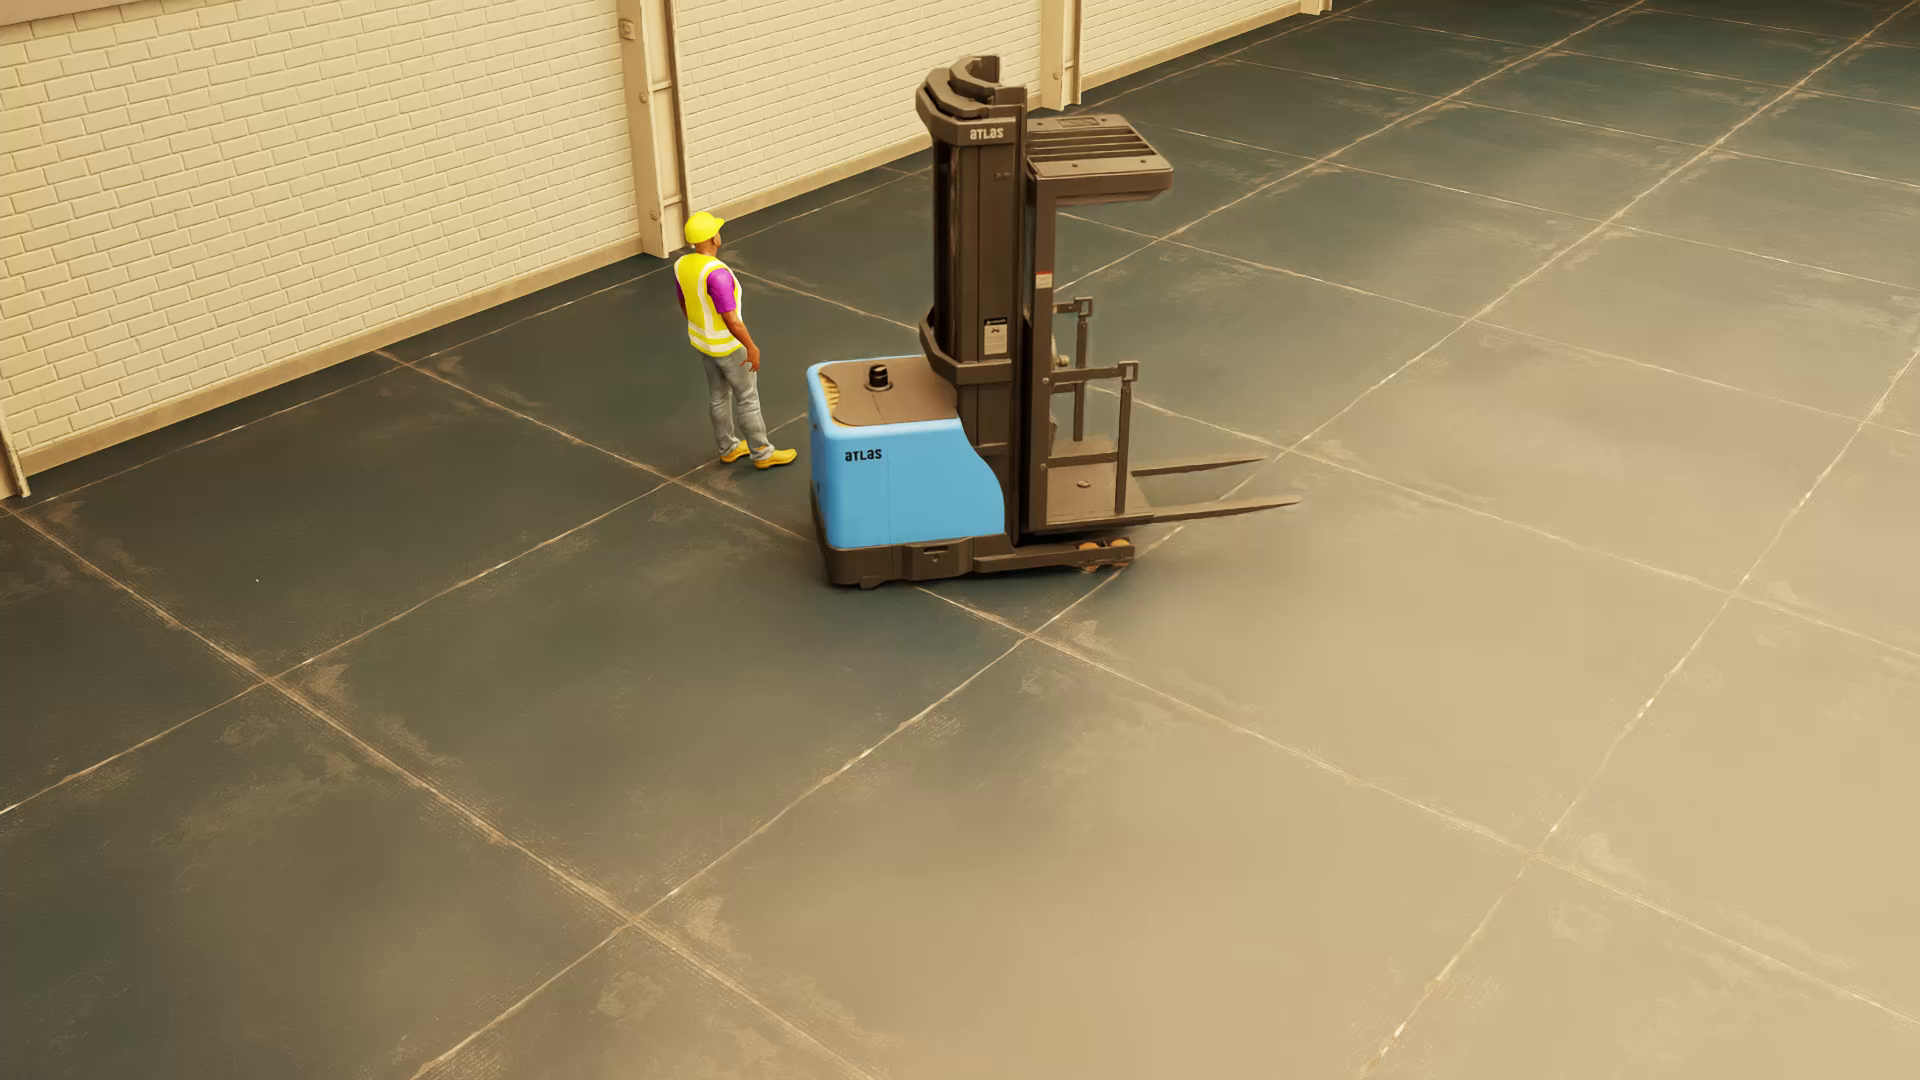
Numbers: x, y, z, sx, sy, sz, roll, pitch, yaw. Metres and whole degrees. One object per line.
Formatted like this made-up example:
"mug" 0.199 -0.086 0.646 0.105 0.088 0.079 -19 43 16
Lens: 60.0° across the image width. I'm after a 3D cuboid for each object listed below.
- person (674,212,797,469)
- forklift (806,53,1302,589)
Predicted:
"person" -1.522 -1.333 11.023 0.576 1.760 0.666 -25 38 -36
"forklift" 0.609 -1.337 9.882 3.031 2.935 1.130 -6 31 -10
